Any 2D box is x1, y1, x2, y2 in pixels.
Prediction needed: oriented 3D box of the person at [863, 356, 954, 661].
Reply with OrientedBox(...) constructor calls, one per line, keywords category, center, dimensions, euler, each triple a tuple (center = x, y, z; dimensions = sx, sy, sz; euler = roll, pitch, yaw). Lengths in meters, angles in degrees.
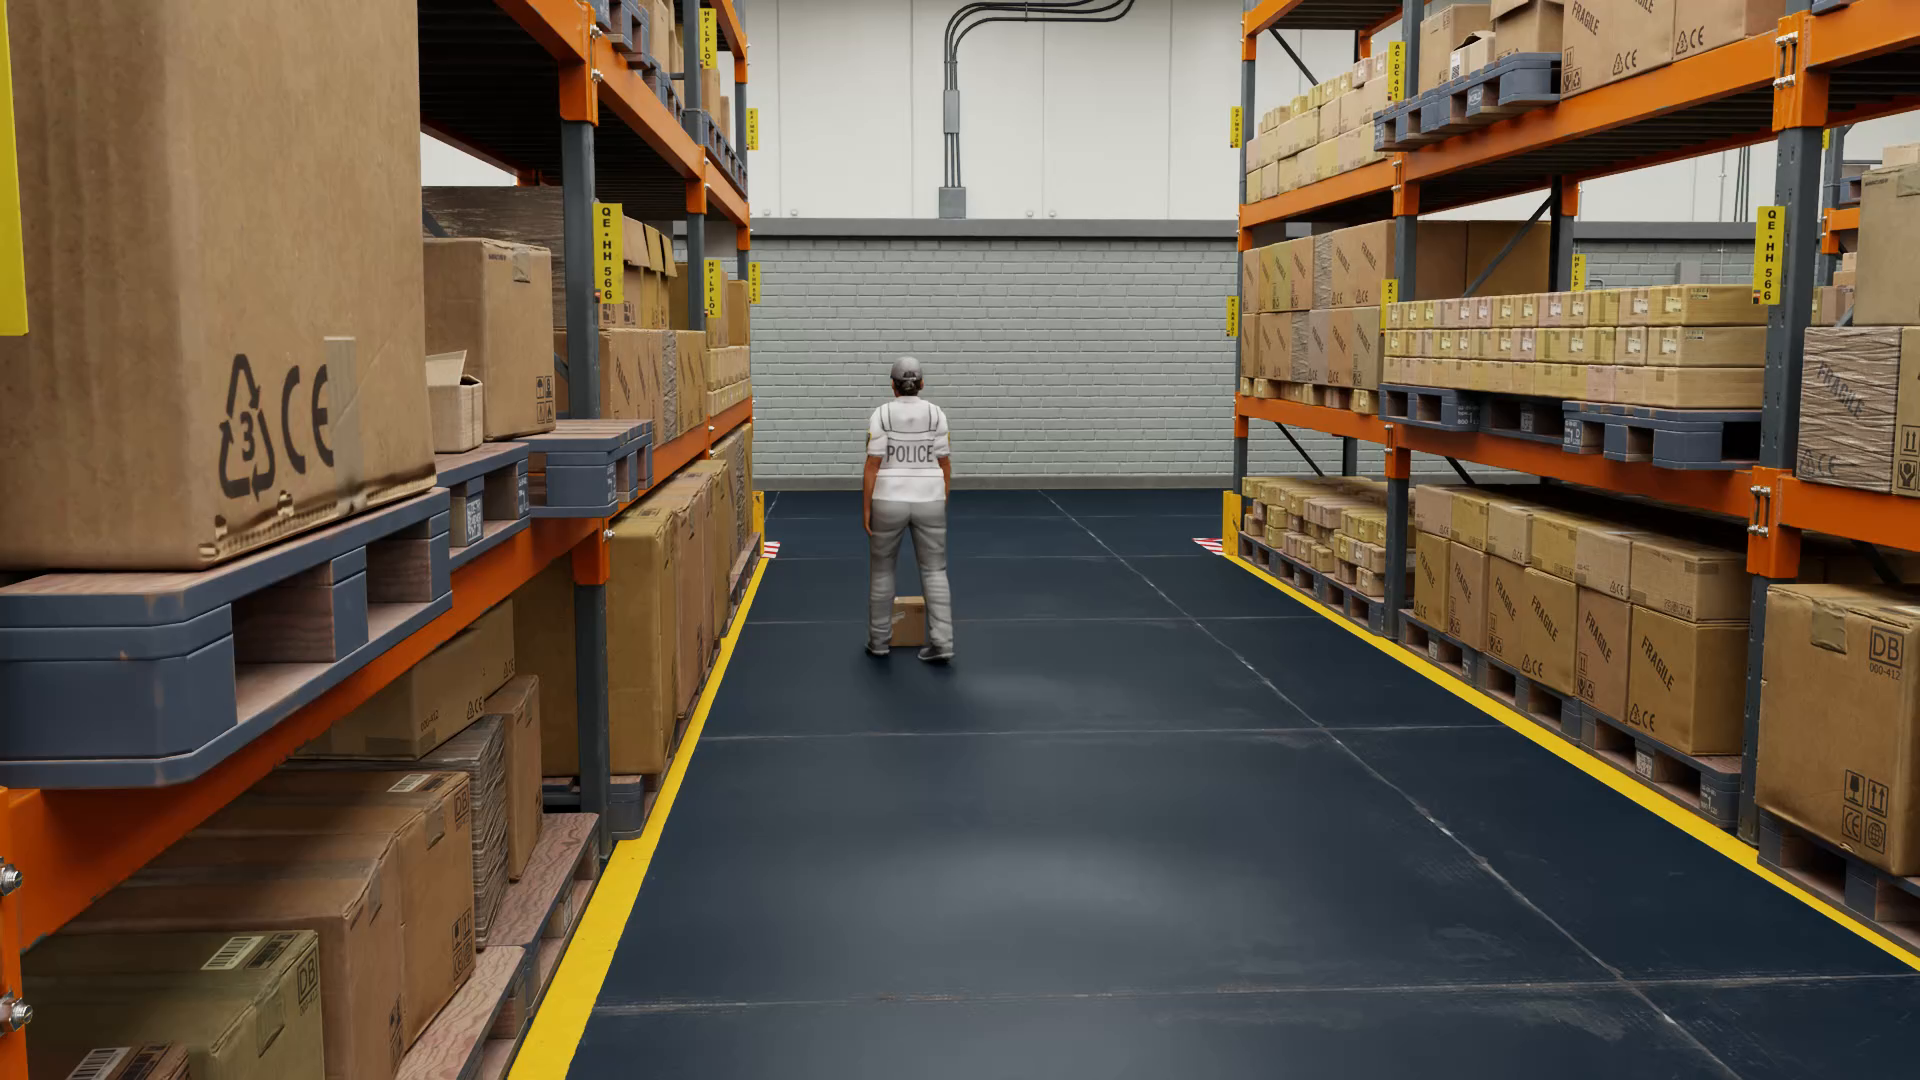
OrientedBox(category="person", center=(-0.304, -0.172, 9.165), dimensions=(0.487, 1.673, 0.583), euler=(-1, 7, -11))
